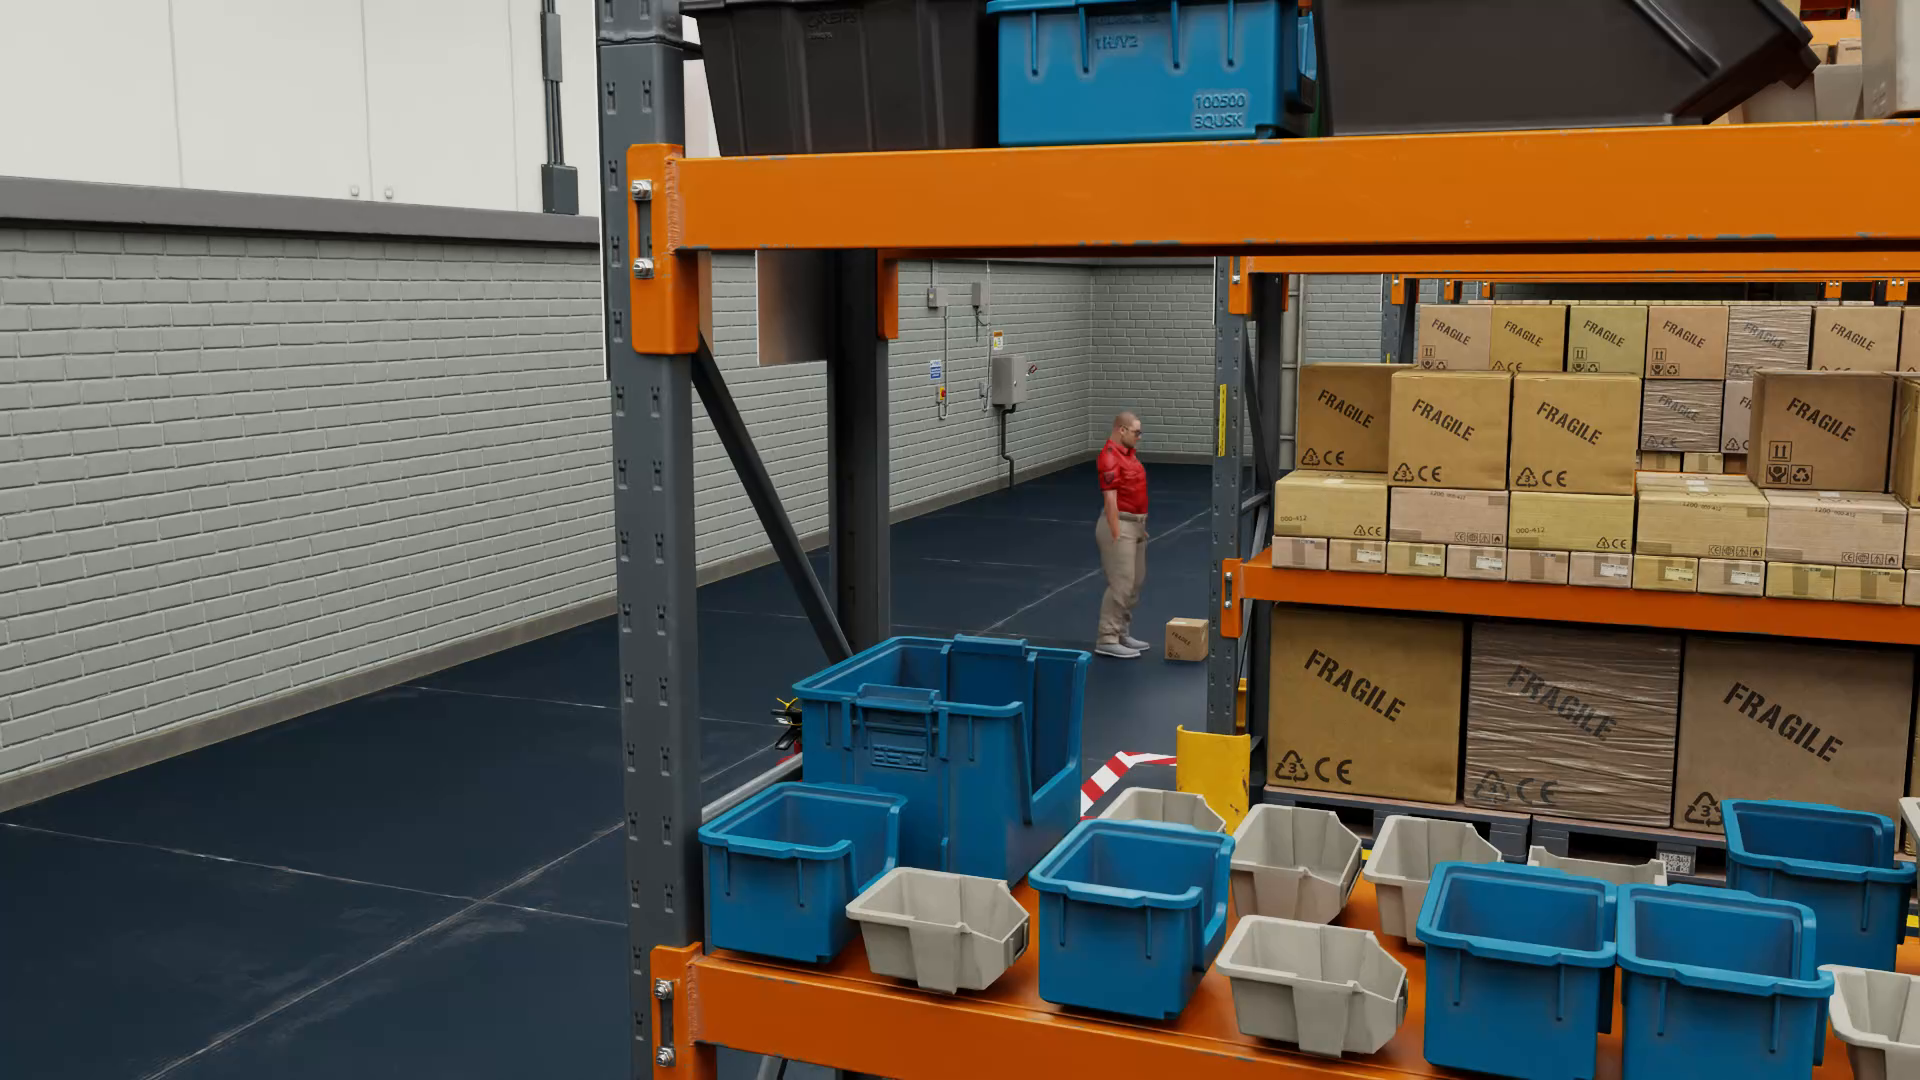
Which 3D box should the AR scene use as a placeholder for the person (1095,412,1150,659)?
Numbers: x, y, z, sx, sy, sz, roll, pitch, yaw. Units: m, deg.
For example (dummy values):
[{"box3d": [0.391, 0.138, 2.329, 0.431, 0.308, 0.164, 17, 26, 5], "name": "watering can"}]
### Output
[{"box3d": [1.166, -0.047, 11.778, 0.358, 1.723, 0.531, 4, 9, 22], "name": "person"}]
